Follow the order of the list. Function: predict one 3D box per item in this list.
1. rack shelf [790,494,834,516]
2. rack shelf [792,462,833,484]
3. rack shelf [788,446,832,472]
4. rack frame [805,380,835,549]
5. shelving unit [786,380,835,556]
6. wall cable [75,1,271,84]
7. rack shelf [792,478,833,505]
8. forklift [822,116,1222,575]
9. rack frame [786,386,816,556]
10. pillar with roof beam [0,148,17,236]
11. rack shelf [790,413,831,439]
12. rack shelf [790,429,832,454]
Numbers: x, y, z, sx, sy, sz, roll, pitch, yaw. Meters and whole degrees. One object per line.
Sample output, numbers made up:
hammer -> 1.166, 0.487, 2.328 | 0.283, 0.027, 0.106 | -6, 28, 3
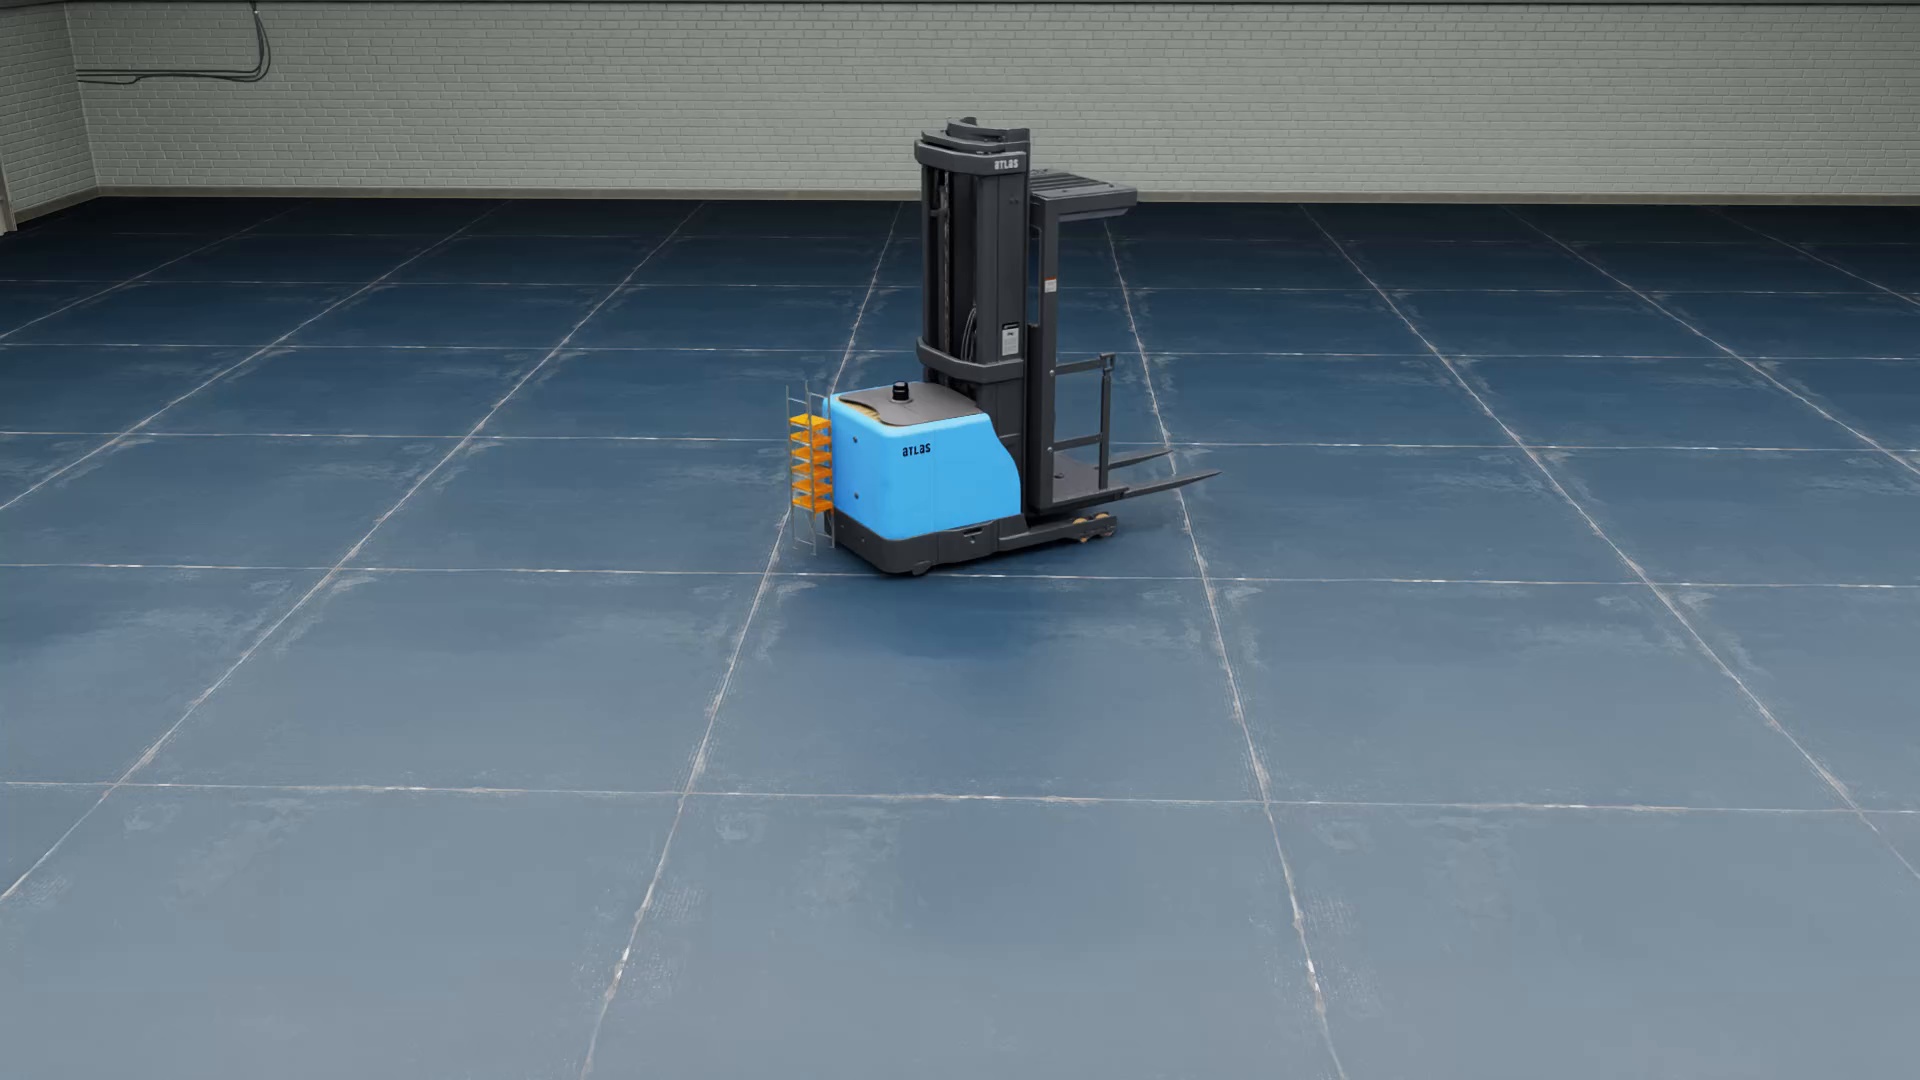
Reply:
rack shelf -> -1.047, -0.233, 11.758 | 0.258, 0.103, 0.180 | 18, 27, 38
rack shelf -> -1.047, -0.457, 11.671 | 0.258, 0.103, 0.180 | 18, 27, 38
rack shelf -> -1.047, -0.569, 11.628 | 0.258, 0.103, 0.180 | 18, 27, 38
rack frame -> -0.986, -0.523, 11.719 | 0.240, 1.200, 0.006 | 18, 27, 38
shelving unit -> -1.047, -0.499, 11.655 | 0.258, 1.200, 0.189 | 18, 27, 38
wall cable -> -11.867, -8.042, 24.609 | 3.097, 2.526, 0.112 | 1, 21, 2
rack shelf -> -1.047, -0.345, 11.715 | 0.258, 0.103, 0.180 | 18, 27, 38
forklift -> 0.547, -1.505, 11.855 | 3.031, 2.935, 1.130 | -12, 24, -29
rack frame -> -1.107, -0.474, 11.591 | 0.240, 1.200, 0.006 | 18, 27, 38
pillar with roof beam -> -8.975, -8.392, 21.217 | 9.100, 9.000, 0.400 | 1, 21, 2
rack shelf -> -1.047, -0.793, 11.541 | 0.258, 0.103, 0.180 | 18, 27, 38
rack shelf -> -1.047, -0.681, 11.584 | 0.258, 0.103, 0.180 | 18, 27, 38
